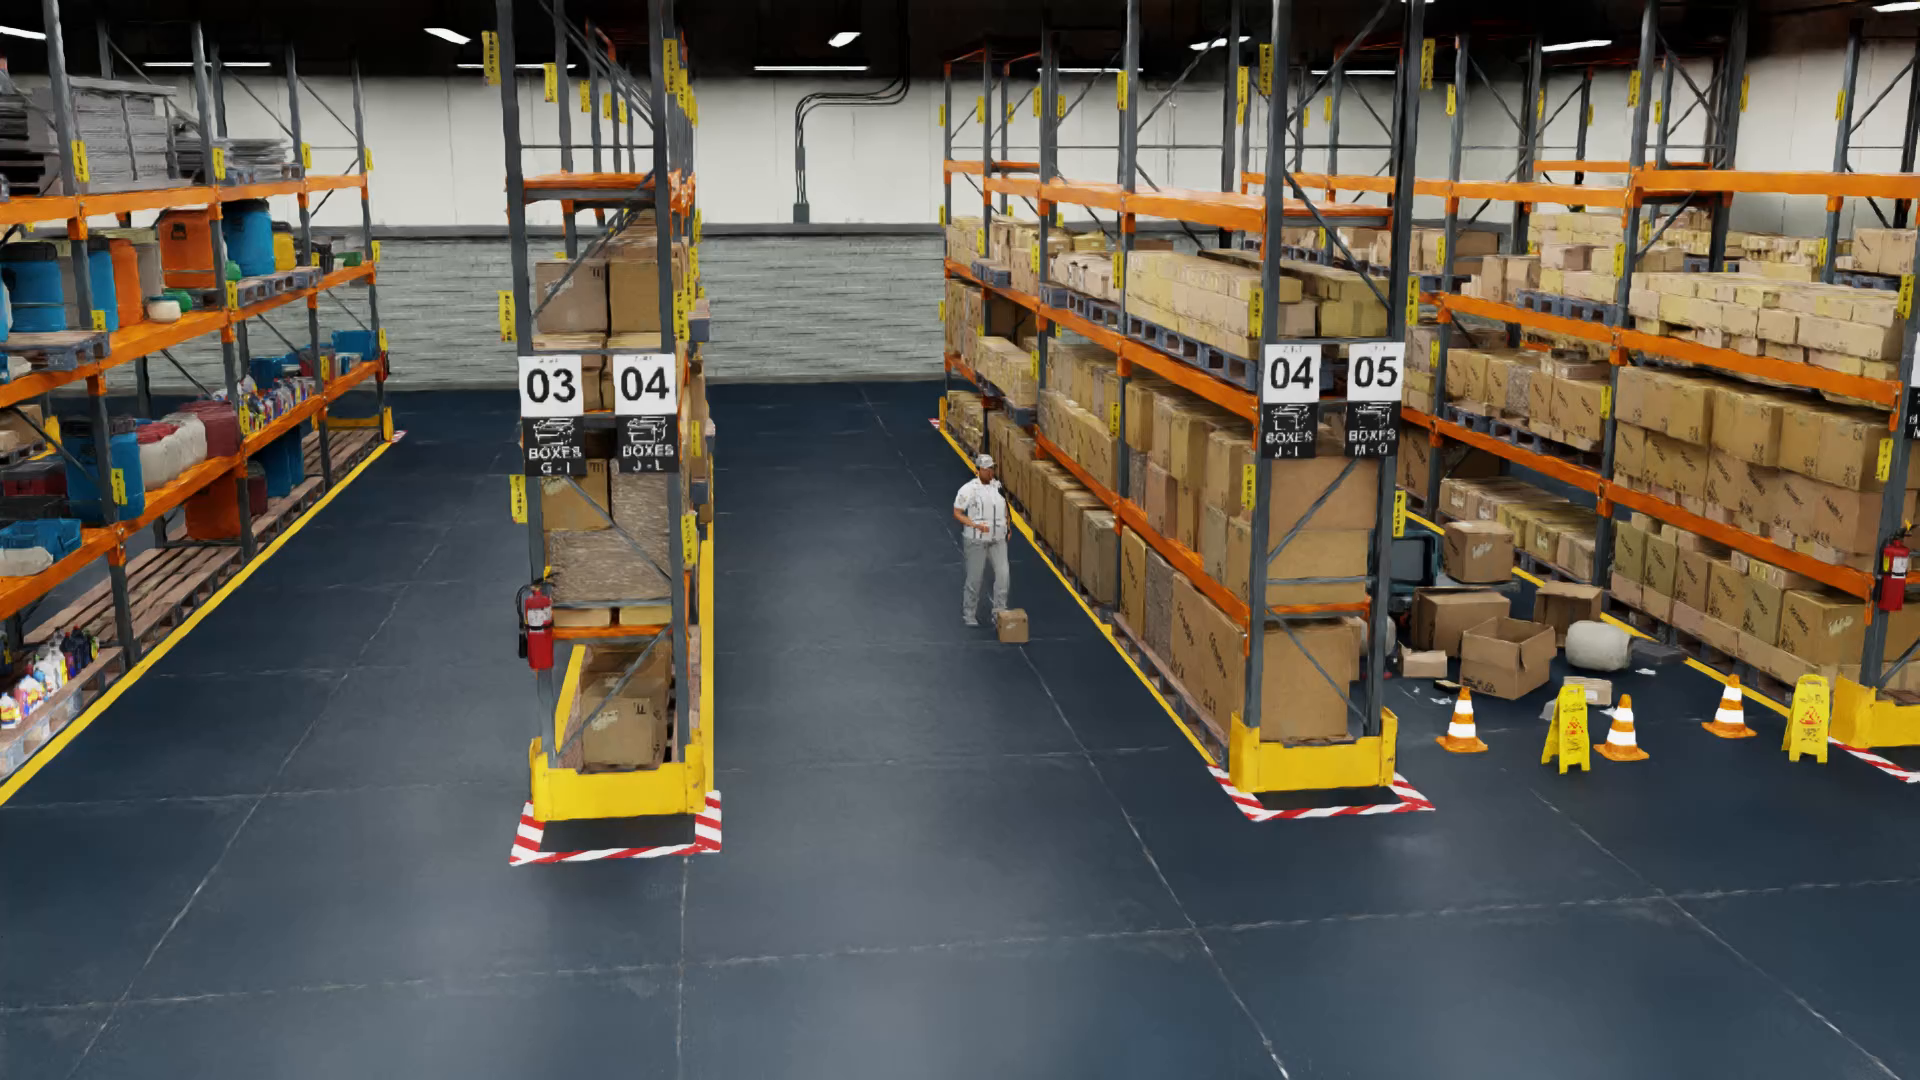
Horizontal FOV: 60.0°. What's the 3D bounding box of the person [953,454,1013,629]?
[{"bbox_3d":[0.285,0.045,15.938,0.660,1.714,0.586,-7,15,-27],"label":"person"}]
